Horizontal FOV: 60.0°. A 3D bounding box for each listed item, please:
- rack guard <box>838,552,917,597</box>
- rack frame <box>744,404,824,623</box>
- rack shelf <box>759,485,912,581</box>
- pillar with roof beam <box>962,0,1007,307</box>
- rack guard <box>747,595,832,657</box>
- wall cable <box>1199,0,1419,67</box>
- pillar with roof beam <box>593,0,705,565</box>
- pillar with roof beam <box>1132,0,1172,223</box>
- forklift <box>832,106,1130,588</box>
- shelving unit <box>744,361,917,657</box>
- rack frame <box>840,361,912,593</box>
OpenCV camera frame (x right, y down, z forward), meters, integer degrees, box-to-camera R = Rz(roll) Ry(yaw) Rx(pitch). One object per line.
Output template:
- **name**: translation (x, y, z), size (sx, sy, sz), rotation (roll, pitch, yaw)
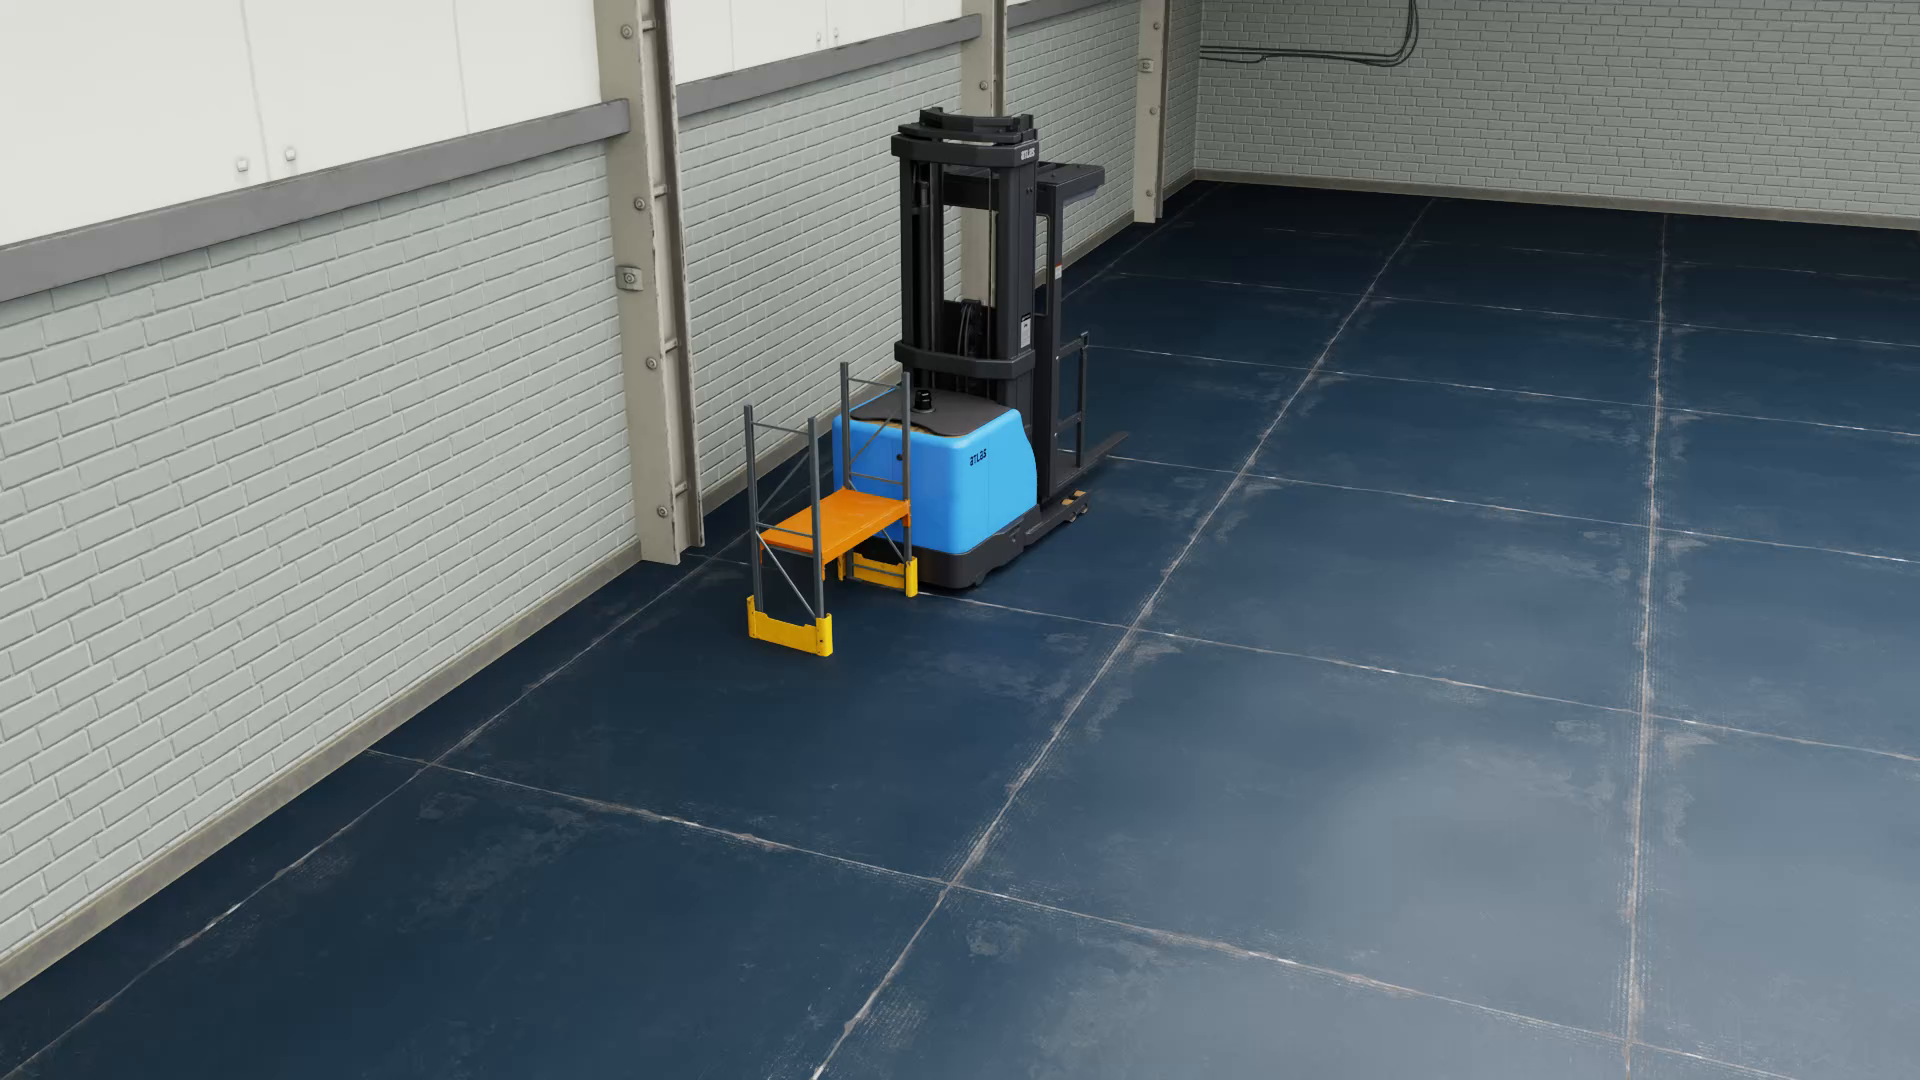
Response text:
- **rack guard**: translation (-0.548, 0.190, 10.971), size (0.587, 0.250, 0.087), rotation (12, 26, 27)
- **rack frame**: translation (-1.044, -0.054, 9.932), size (0.500, 1.500, 0.032), rotation (12, 26, 27)
- **rack shelf**: translation (-0.791, -0.057, 10.408), size (0.538, 0.185, 1.000), rotation (12, 26, 27)
- **pillar with roof beam**: translation (4.222, -5.604, 13.492), size (9.100, 9.000, 0.400), rotation (9, 24, 20)
- **rack guard**: translation (-1.044, 0.523, 10.174), size (0.587, 0.250, 0.087), rotation (12, 26, 27)
- **wall cable**: translation (4.775, -7.800, 22.777), size (3.097, 2.526, 0.112), rotation (9, 24, 20)
- **pillar with roof beam**: translation (1.993, -3.457, 8.351), size (9.100, 9.000, 0.400), rotation (9, 24, 20)
- **pillar with roof beam**: translation (6.450, -7.751, 18.632), size (9.100, 9.000, 0.400), rotation (9, 24, 20)
- **forklift**: translation (0.312, -1.562, 11.687), size (1.130, 2.935, 3.031), rotation (12, 26, 27)
- **shelving unit**: translation (-0.796, -0.220, 10.332), size (0.587, 1.500, 1.083), rotation (12, 26, 27)
- **rack frame**: translation (-0.538, -0.393, 10.746), size (0.500, 1.500, 0.032), rotation (12, 26, 27)
